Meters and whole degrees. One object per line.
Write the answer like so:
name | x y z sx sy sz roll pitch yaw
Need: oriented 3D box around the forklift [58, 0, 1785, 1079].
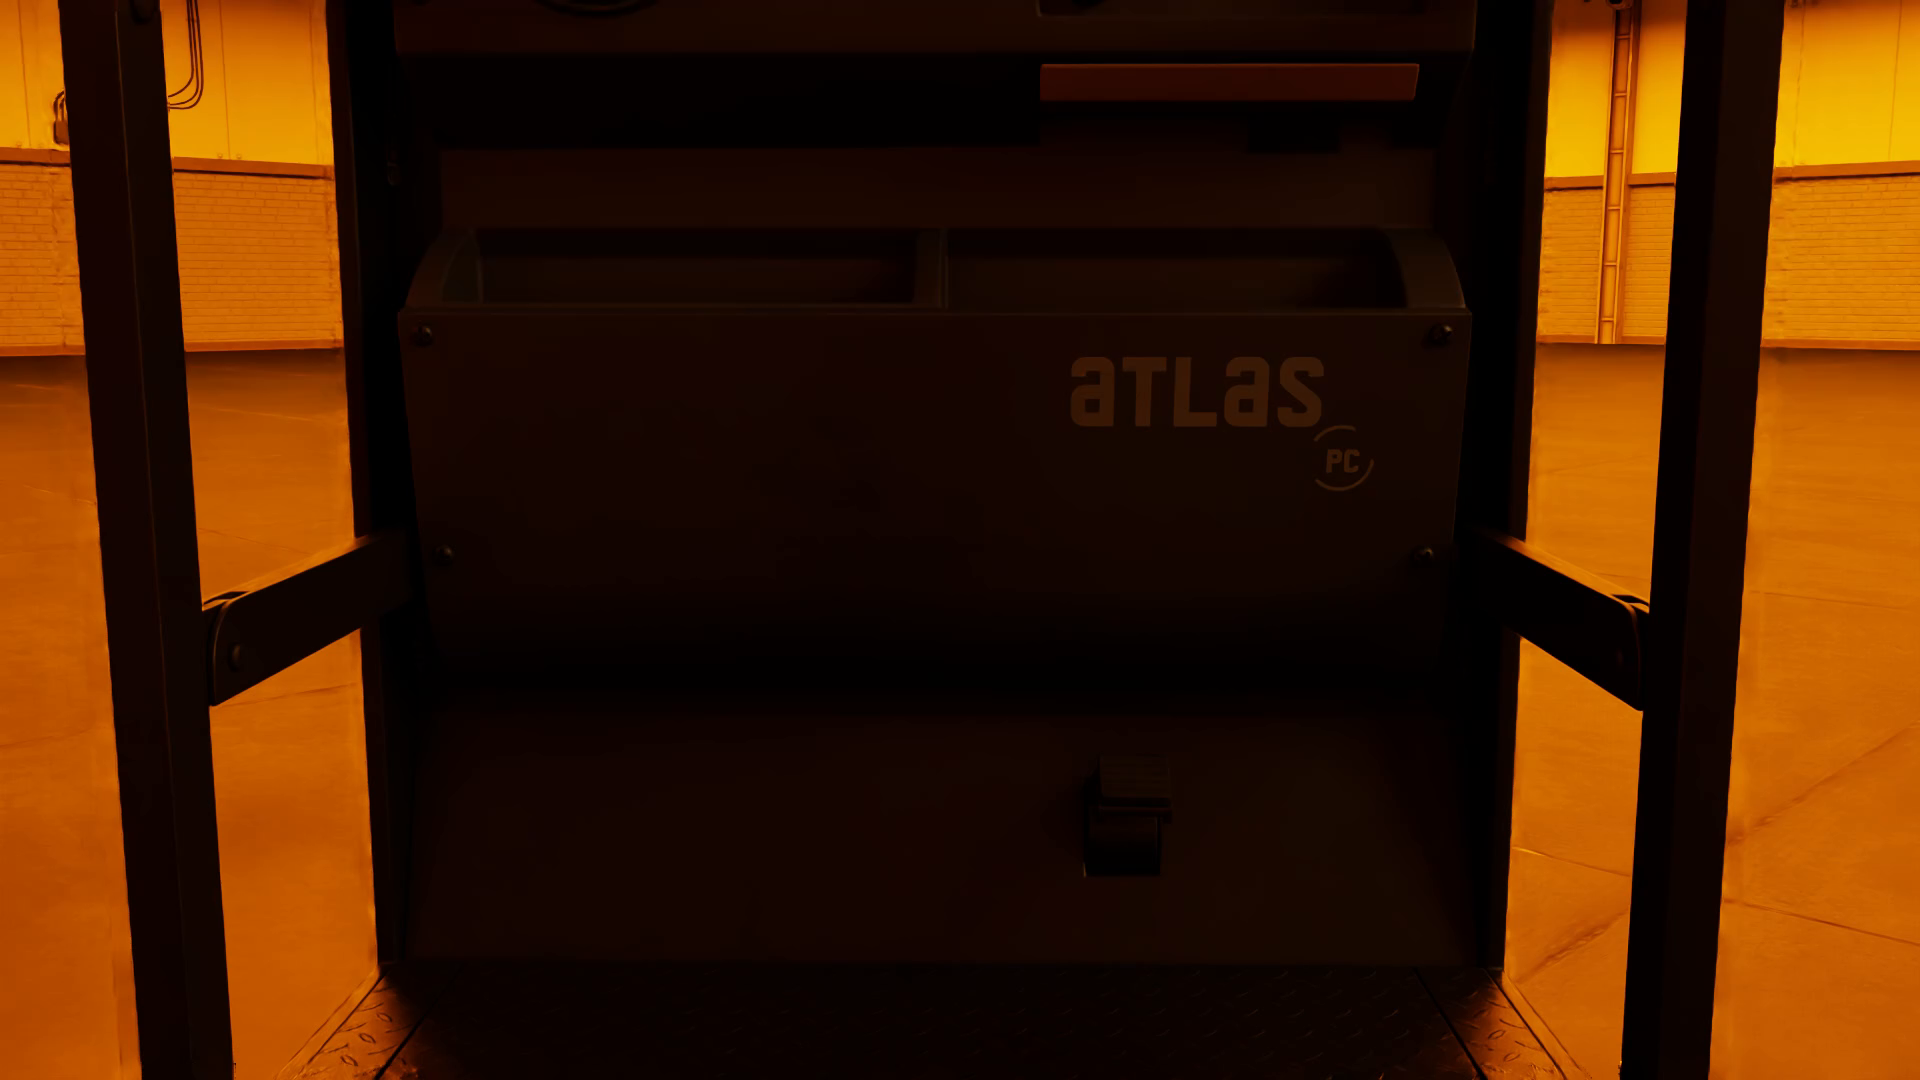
forklift | -0.023 -0.656 1.229 1.130 2.935 3.031 0 9 1
